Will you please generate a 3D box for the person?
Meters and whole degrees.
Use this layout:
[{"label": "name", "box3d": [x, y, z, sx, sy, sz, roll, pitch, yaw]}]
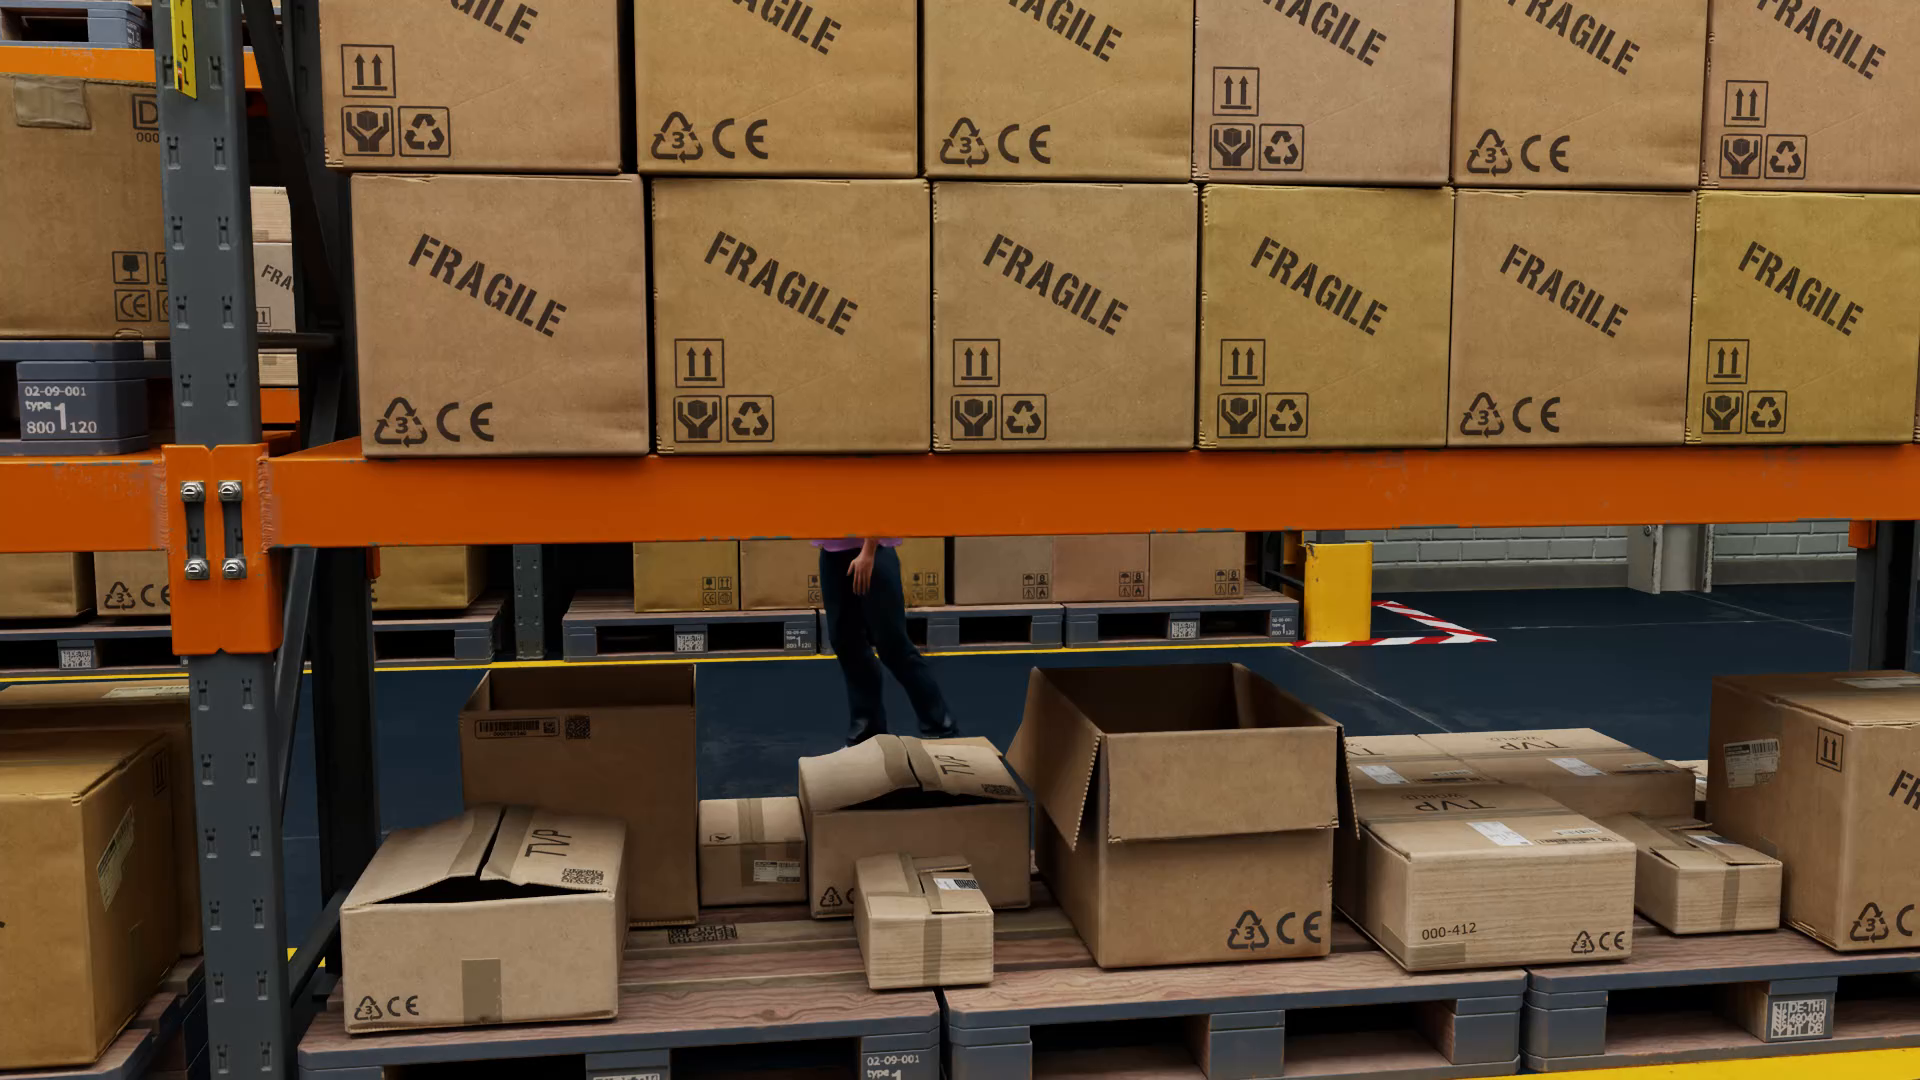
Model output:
[{"label": "person", "box3d": [-0.249, 0.046, 5.677, 0.467, 1.576, 0.602, -4, 8, -30]}]
